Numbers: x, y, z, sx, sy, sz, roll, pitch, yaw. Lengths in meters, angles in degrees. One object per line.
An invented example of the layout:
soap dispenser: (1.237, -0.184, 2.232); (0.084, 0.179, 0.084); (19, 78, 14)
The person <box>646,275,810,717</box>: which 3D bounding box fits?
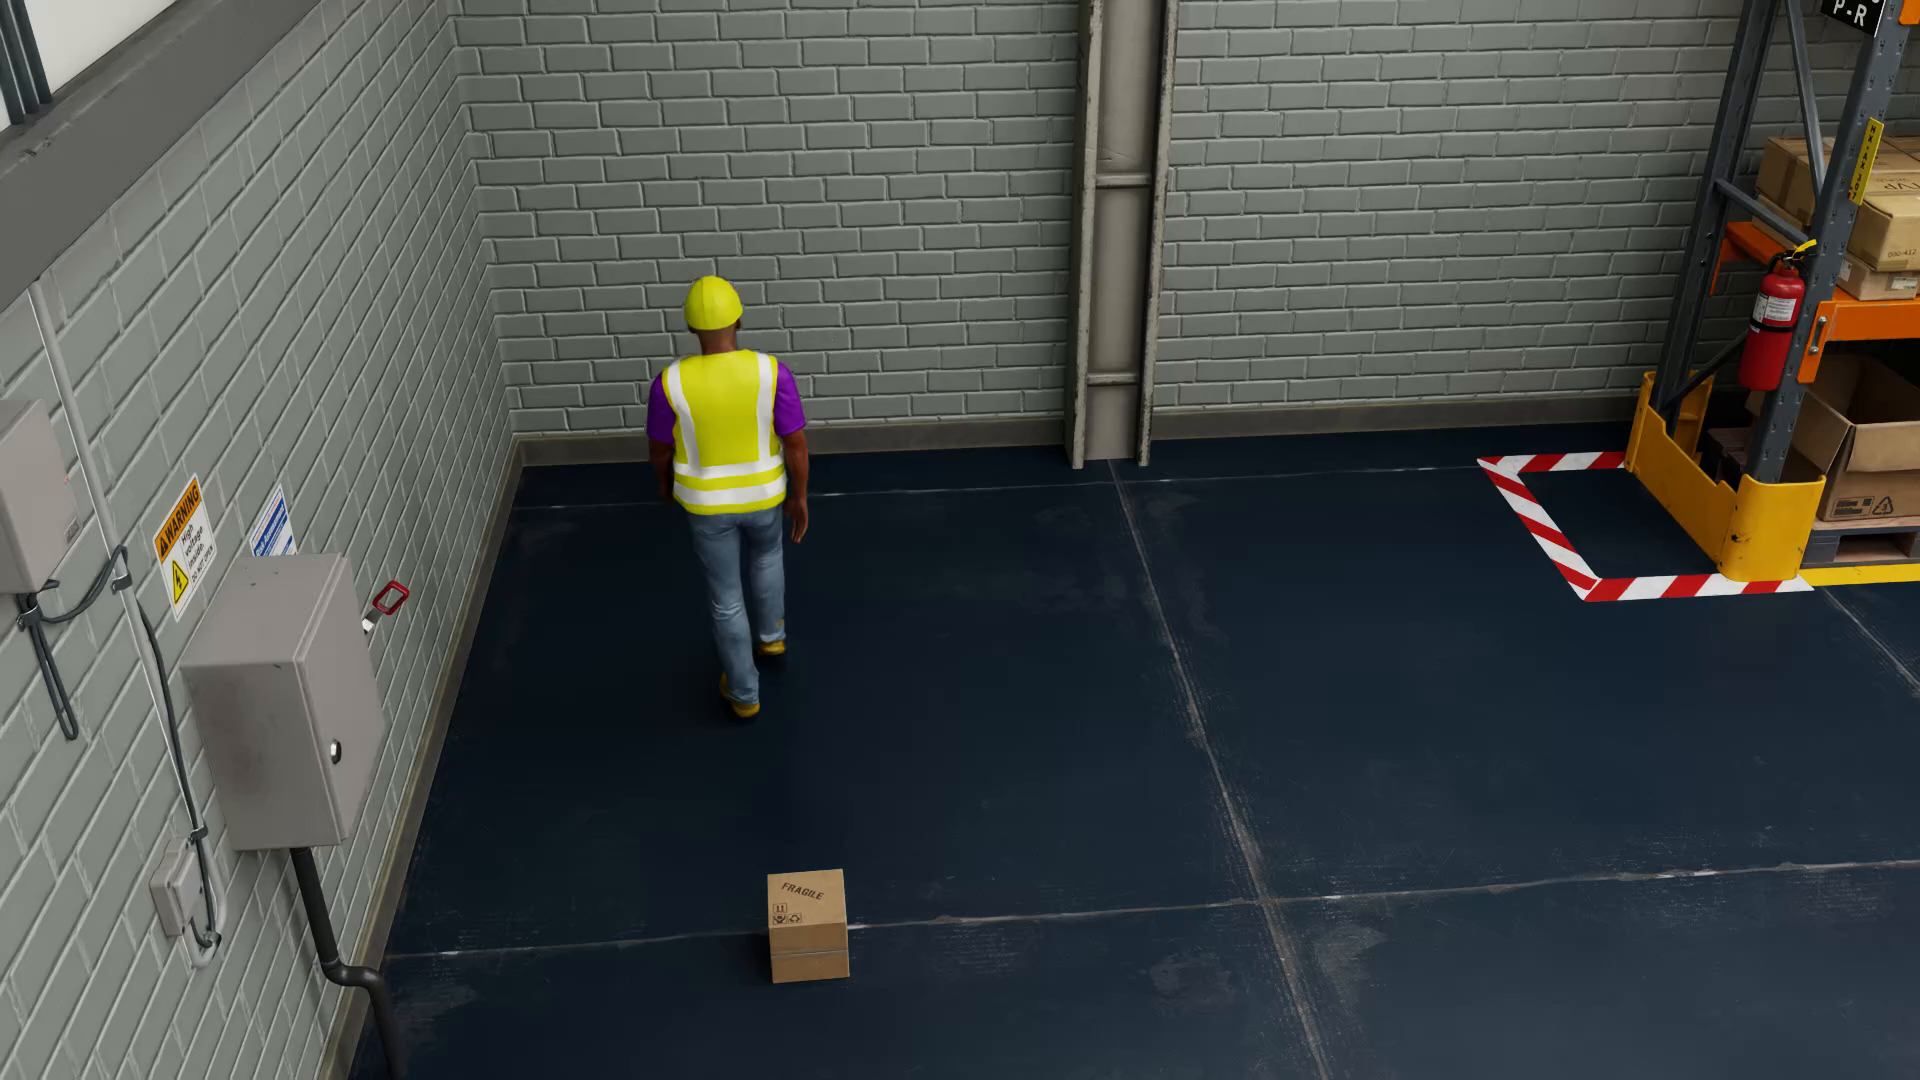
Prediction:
person: (-0.883, -0.159, 6.399); (0.582, 1.825, 0.628); (-8, 32, -13)
